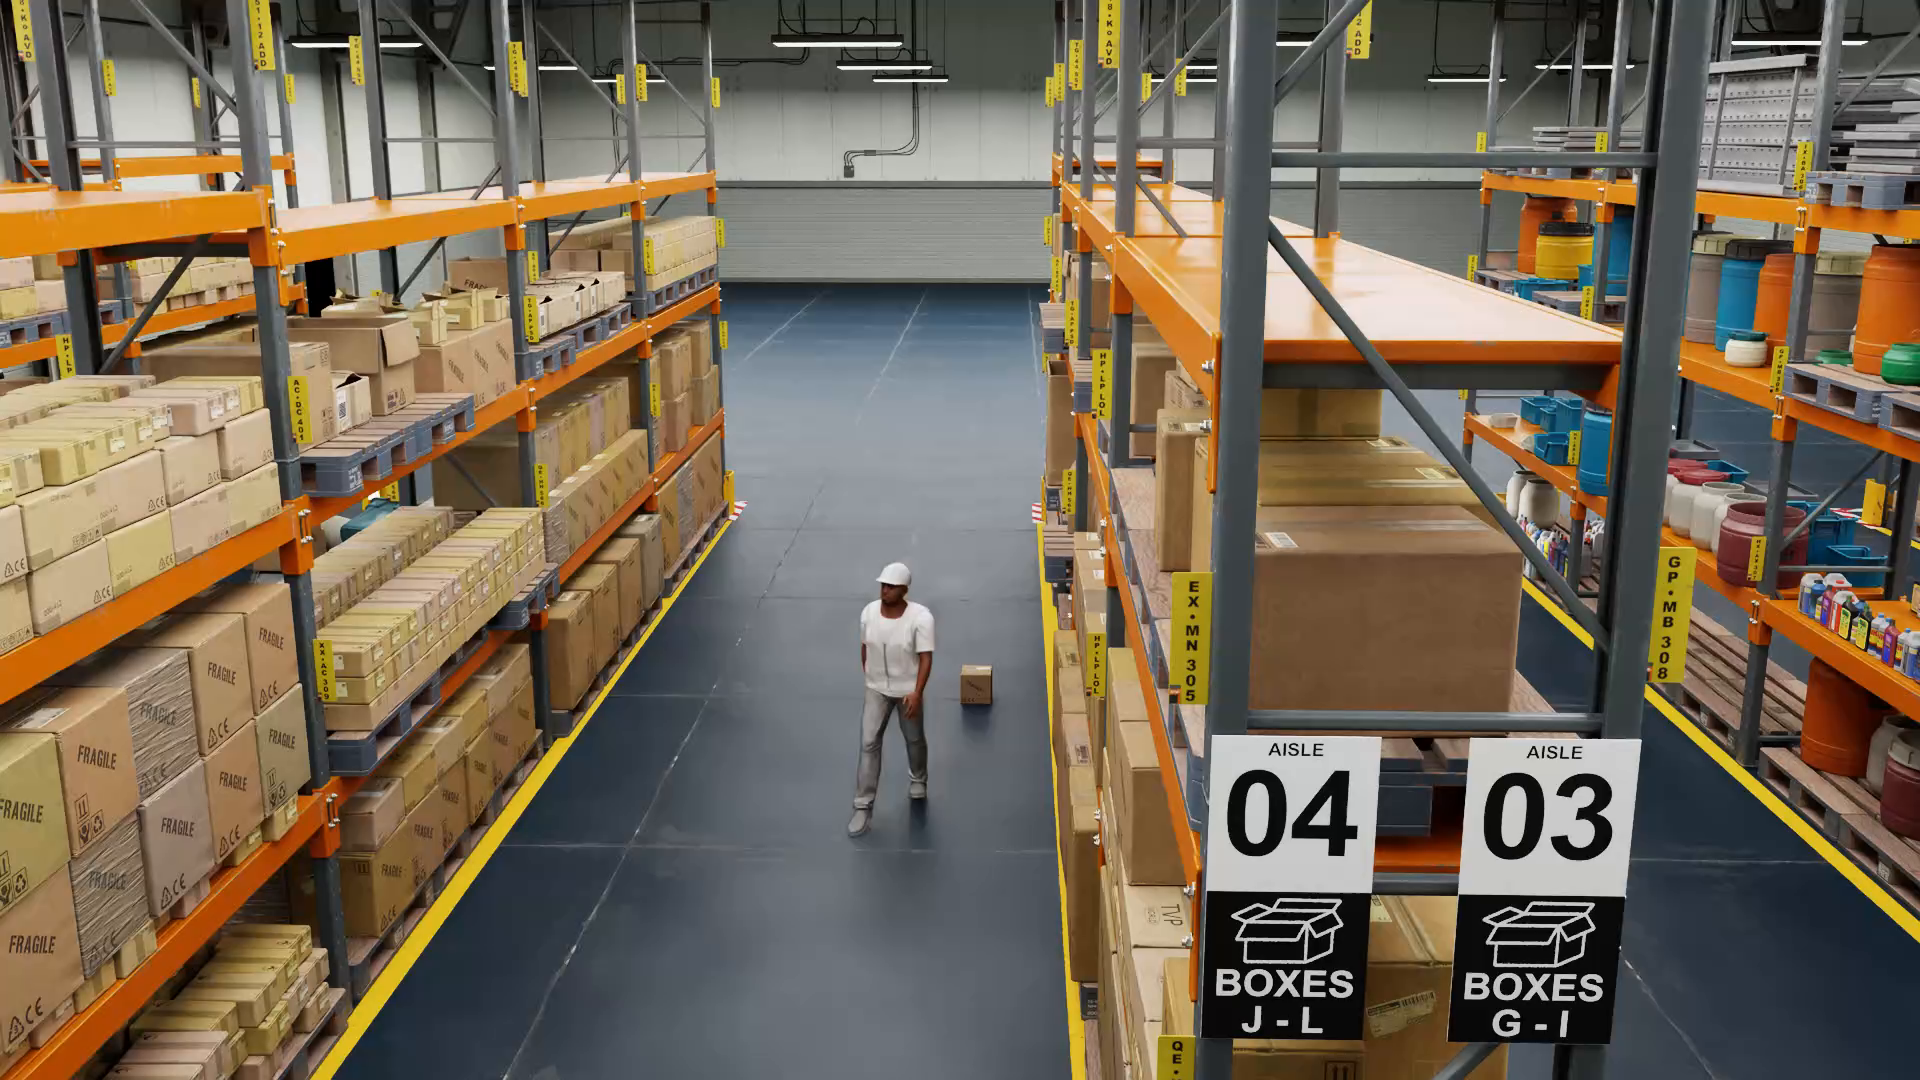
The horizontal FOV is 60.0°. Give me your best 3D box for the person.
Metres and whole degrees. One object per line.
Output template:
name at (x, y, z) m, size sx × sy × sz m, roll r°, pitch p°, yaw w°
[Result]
person at (-0.458, 1.025, 11.225) m, size 0.568 × 1.750 × 0.922 m, roll 4°, pitch 14°, yaw 15°
